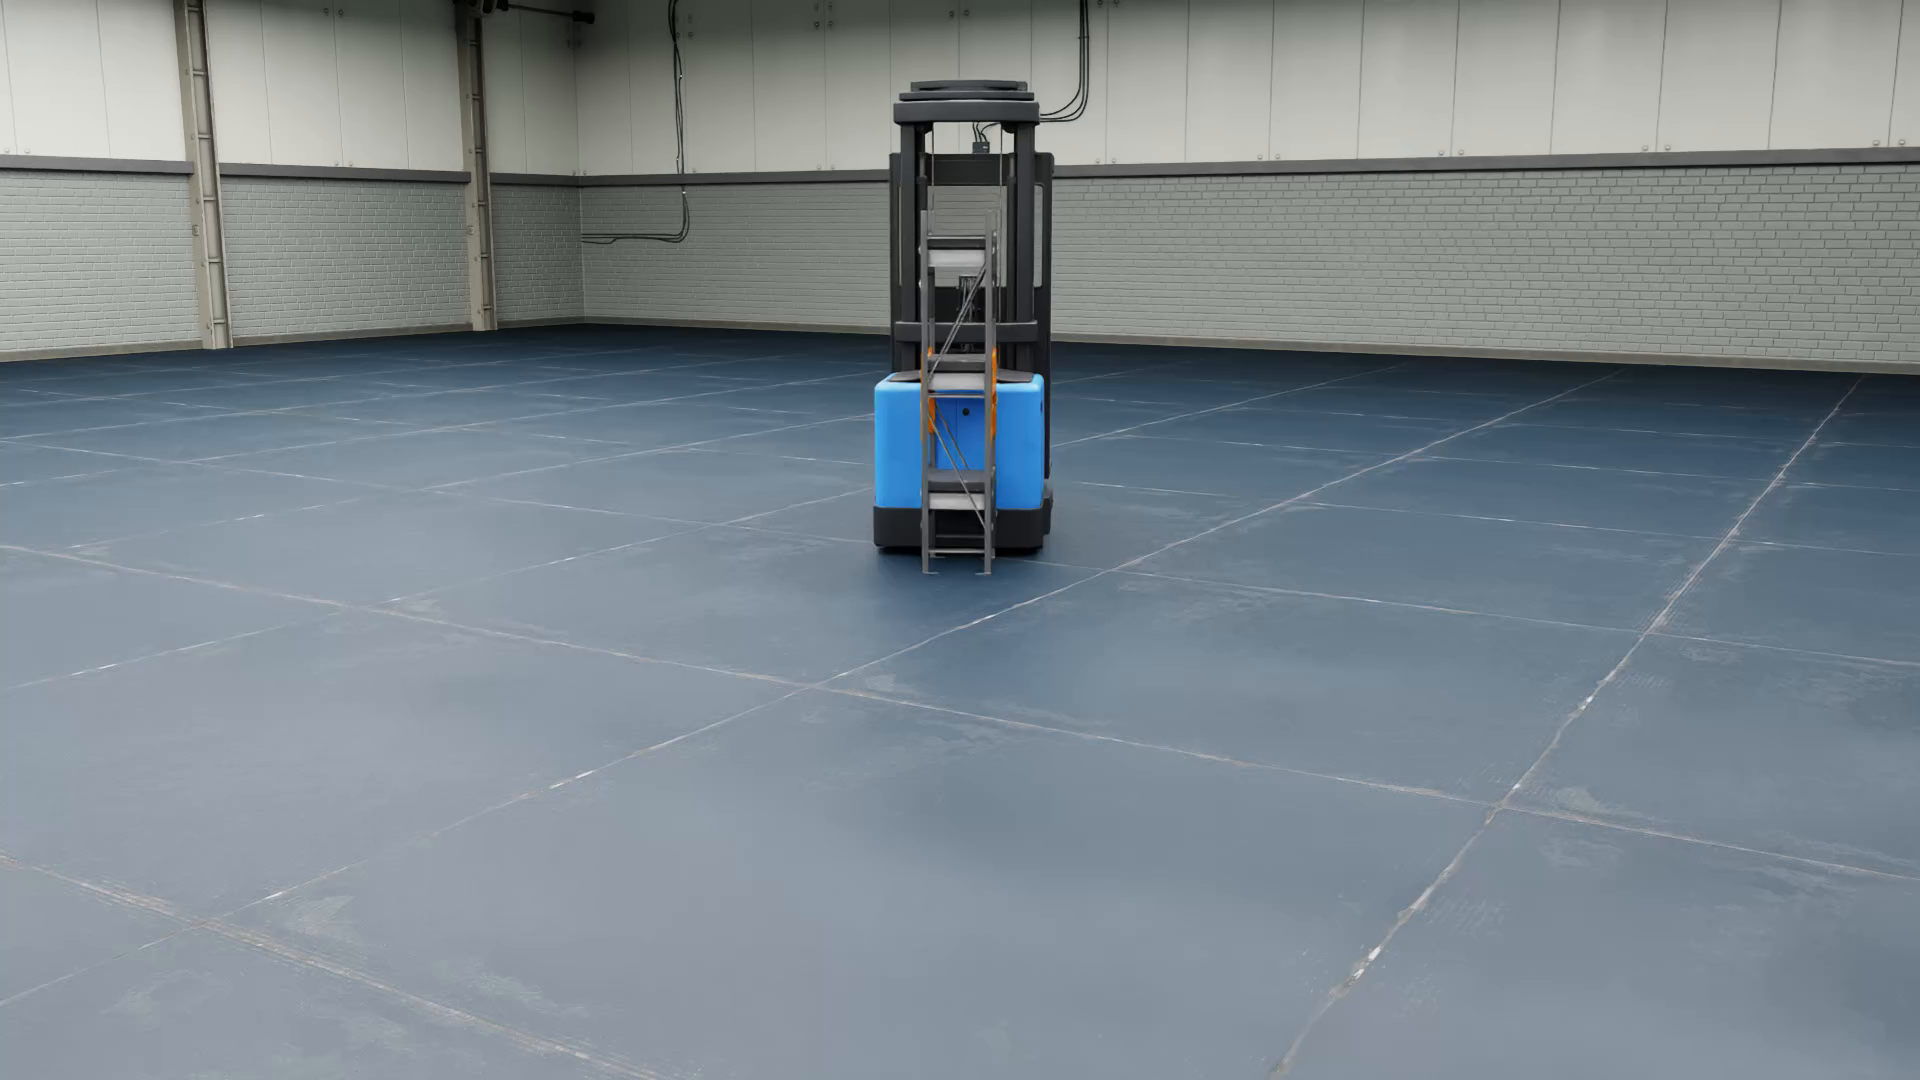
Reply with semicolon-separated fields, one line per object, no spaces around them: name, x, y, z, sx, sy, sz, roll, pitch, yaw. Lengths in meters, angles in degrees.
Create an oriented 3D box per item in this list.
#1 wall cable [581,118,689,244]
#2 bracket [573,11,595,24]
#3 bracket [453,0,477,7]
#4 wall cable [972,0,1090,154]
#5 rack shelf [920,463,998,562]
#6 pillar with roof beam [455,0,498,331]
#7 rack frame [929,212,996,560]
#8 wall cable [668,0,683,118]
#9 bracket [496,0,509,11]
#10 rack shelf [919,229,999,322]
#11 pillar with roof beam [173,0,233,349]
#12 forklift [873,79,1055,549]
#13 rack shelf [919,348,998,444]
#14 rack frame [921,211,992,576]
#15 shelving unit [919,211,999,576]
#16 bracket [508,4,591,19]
wall cable;-6.878;-7.449;34.640;3.097;2.526;0.112;6;12;31
bracket;-7.788;-10.811;34.382;0.235;0.232;0.430;6;12;31
bracket;-9.449;-10.308;31.694;0.235;0.232;0.430;6;12;31
wall cable;1.228;-9.737;29.184;2.305;6.003;0.169;6;12;31
rack shelf;-0.003;-0.169;9.942;0.431;0.518;0.480;1;11;4
pillar with roof beam;-5.858;-8.227;30.358;9.100;9.000;0.548;6;12;31
rack frame;0.015;-0.915;10.050;0.400;2.100;0.015;1;11;4
wall cable;-4.565;-9.673;32.795;3.097;2.526;0.112;6;12;31
bracket;-9.018;-10.439;32.391;0.235;0.232;0.430;6;12;31
rack shelf;-0.003;-1.545;9.685;0.431;0.518;0.480;1;11;4
pillar with roof beam;-8.973;-7.283;25.317;9.100;9.000;0.400;6;12;31
forklift;0.091;-1.605;11.476;1.130;2.935;3.031;1;11;4
rack shelf;-0.003;-0.857;9.814;0.431;0.518;0.480;1;11;4
rack frame;-0.021;-0.825;9.572;0.400;2.100;0.015;1;11;4
shelving unit;-0.003;-0.870;9.811;0.431;2.100;0.503;1;11;4
bracket;-8.095;-10.719;33.886;0.076;0.066;3.189;6;12;31
